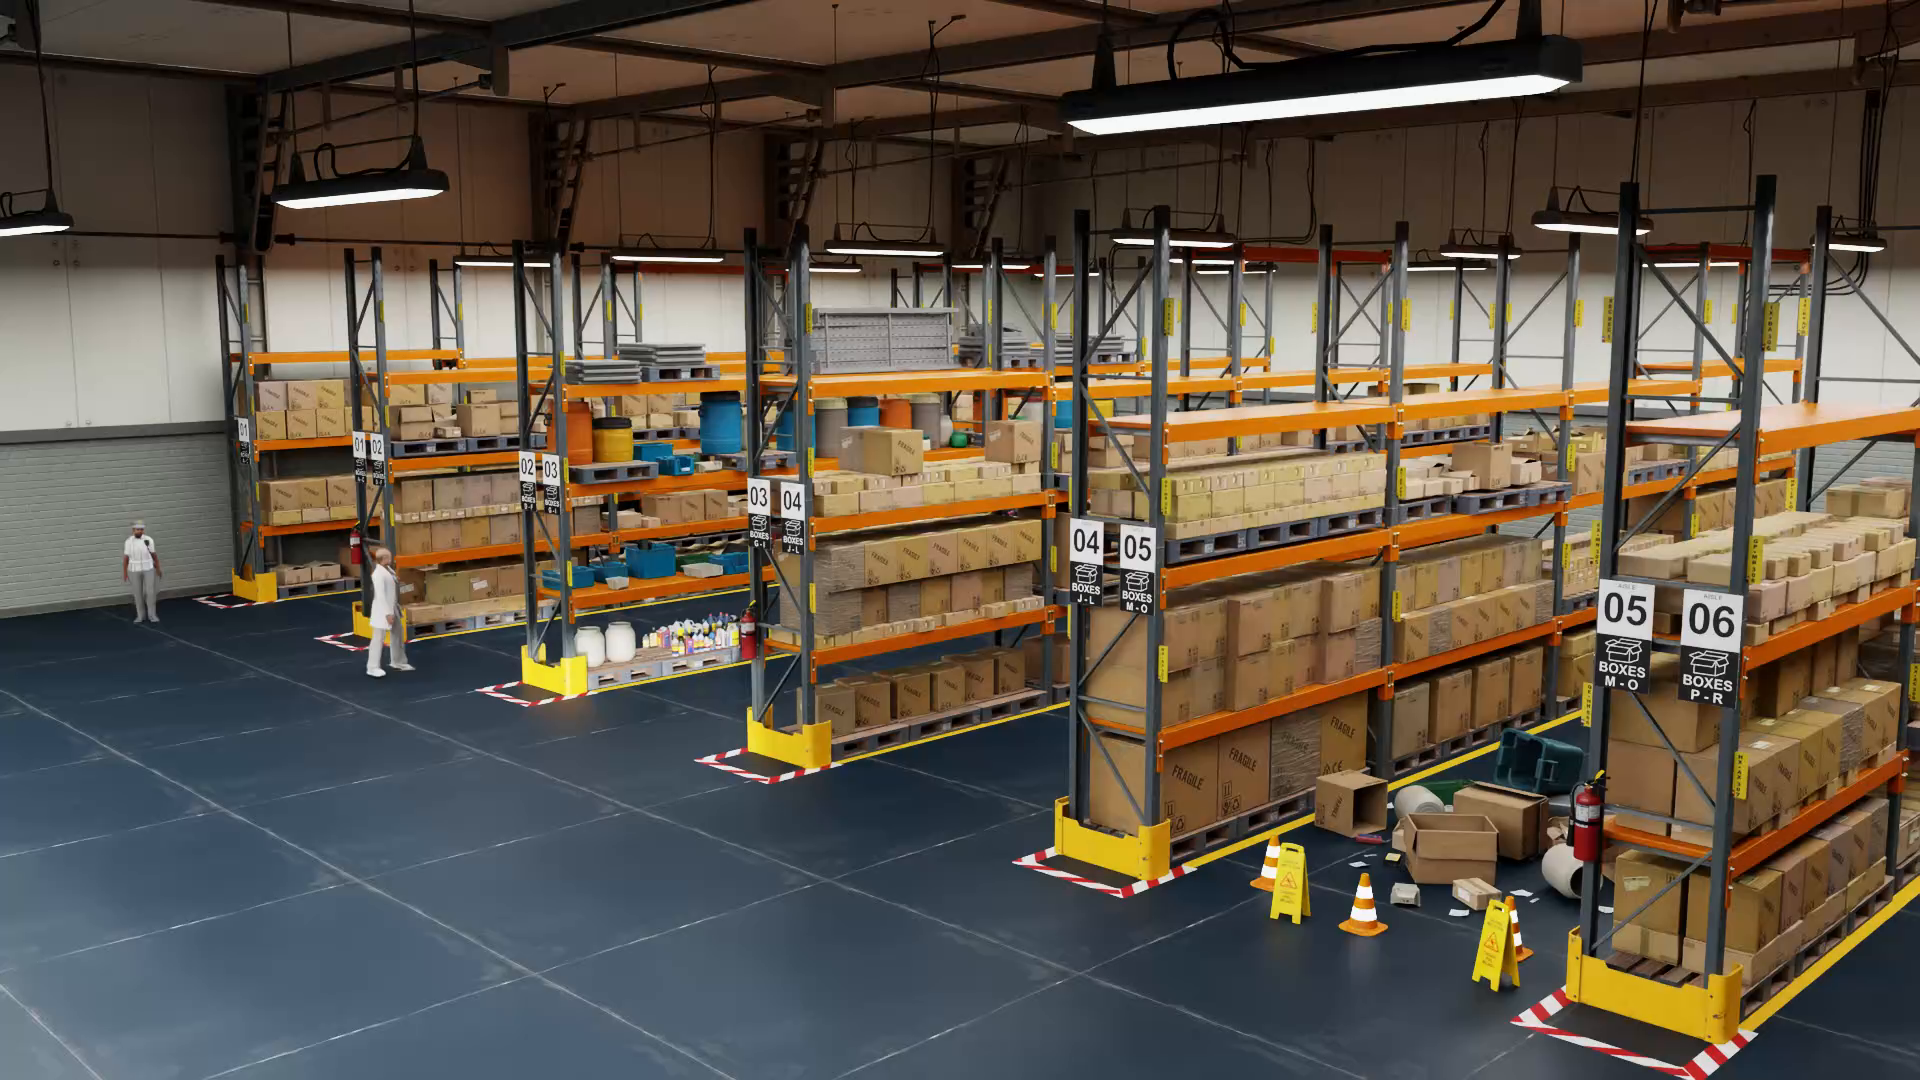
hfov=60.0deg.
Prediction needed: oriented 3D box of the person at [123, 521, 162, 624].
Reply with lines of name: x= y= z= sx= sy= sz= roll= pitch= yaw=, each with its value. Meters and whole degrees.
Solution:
person: x=-13.309 y=0.510 z=27.064 sx=0.563 sy=1.691 sz=0.352 roll=-4 pitch=9 yaw=-29

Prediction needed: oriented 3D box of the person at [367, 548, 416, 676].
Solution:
person: x=-8.026 y=1.044 z=23.284 sx=0.528 sy=1.775 sz=0.689 roll=1 pitch=8 yaw=4
